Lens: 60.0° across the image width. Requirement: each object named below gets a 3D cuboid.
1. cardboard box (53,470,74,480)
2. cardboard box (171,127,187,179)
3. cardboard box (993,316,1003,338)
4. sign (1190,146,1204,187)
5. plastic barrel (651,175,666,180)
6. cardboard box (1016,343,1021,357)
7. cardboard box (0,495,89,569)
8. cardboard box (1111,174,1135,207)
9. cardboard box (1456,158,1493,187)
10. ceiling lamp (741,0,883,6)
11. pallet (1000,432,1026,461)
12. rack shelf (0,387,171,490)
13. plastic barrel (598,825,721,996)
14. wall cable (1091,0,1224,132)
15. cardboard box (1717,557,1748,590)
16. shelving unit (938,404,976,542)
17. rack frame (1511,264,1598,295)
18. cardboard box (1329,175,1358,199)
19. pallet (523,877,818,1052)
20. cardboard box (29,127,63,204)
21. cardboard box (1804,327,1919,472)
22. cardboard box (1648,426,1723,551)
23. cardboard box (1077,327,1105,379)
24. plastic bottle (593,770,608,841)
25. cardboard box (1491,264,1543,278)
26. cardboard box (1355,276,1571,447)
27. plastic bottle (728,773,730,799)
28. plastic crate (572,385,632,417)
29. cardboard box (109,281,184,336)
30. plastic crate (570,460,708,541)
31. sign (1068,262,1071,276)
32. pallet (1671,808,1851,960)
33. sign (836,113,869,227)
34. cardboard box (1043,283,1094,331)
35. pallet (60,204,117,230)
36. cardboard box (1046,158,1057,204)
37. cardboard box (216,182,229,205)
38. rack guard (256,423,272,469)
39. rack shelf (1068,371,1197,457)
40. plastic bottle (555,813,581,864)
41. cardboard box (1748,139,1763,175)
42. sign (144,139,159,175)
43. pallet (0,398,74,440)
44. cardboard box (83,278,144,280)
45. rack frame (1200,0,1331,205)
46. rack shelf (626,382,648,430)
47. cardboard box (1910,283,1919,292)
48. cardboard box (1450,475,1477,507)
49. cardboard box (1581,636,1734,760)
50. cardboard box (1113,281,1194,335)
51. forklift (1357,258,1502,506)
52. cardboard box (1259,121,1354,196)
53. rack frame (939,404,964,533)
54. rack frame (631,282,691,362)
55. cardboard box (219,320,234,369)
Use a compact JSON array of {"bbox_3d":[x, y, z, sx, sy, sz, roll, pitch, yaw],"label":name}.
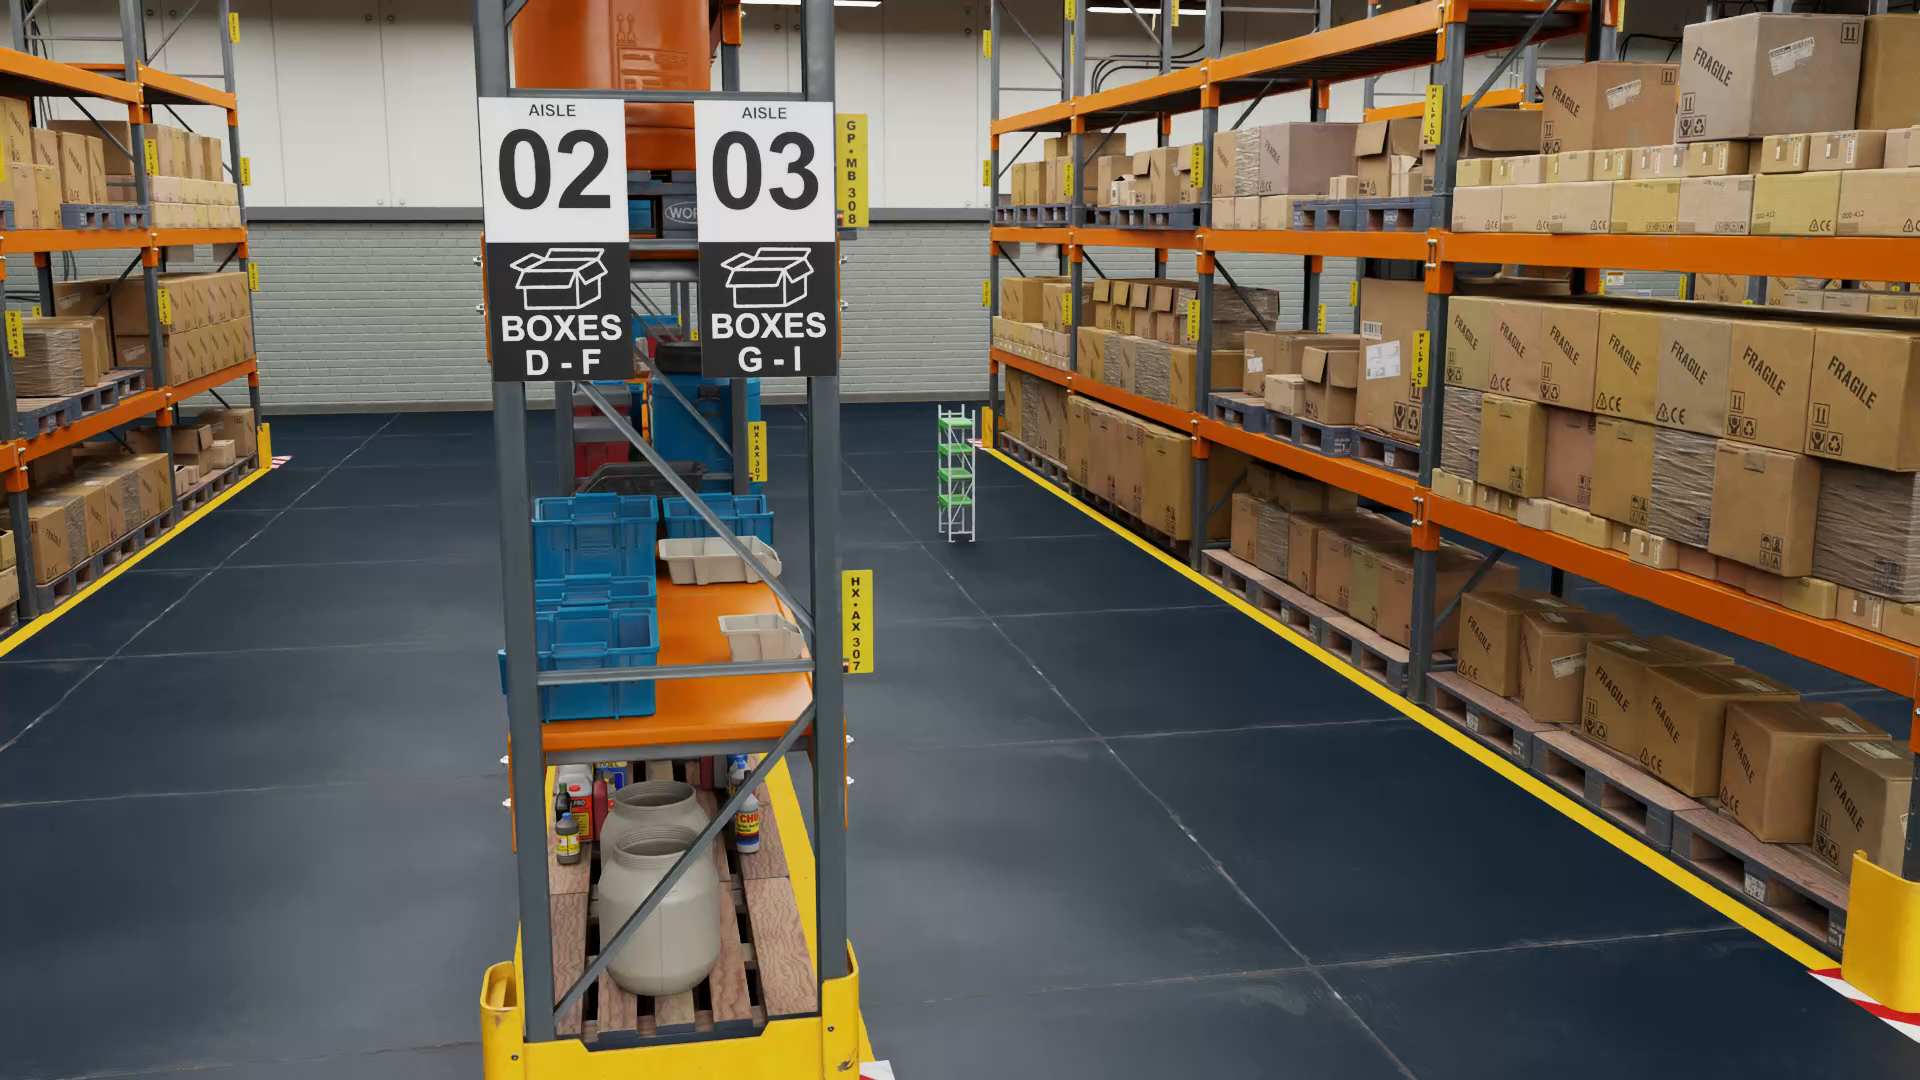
[{"bbox_3d":[-7.995,-0.314,14.384,0.500,0.500,0.500,-2,11,-10],"label":"cardboard box"},{"bbox_3d":[-8.248,-3.902,16.766,0.700,0.500,0.500,-2,11,-11],"label":"cardboard box"},{"bbox_3d":[0.714,-2.680,20.914,0.500,0.250,0.500,-2,11,-13],"label":"cardboard box"},{"bbox_3d":[1.896,-2.986,13.299,0.100,0.325,0.005,-2,11,-11],"label":"sign"},{"bbox_3d":[-1.207,-1.568,5.815,0.600,0.588,0.600,0,11,0],"label":"plastic barrel"},{"bbox_3d":[0.884,-2.269,19.822,0.380,0.149,0.250,-2,11,-12],"label":"cardboard box"},{"bbox_3d":[-7.192,-0.057,13.033,0.500,0.500,0.500,-3,11,-13],"label":"cardboard box"},{"bbox_3d":[1.789,-3.403,16.202,0.500,0.311,0.500,-3,11,-13],"label":"cardboard box"},{"bbox_3d":[2.981,-2.030,9.203,0.380,0.149,0.250,-2,11,-13],"label":"cardboard box"},{"bbox_3d":[-2.024,-8.924,22.457,2.000,3.185,0.800,-2,11,-11],"label":"ceiling lamp"},{"bbox_3d":[1.118,-1.192,20.947,1.003,0.211,1.213,-2,11,-11],"label":"pallet"},{"bbox_3d":[-7.665,-0.892,13.839,1.077,0.370,4.000,-2,11,-11],"label":"rack shelf"},{"bbox_3d":[-1.064,1.307,5.891,0.421,0.512,0.421,0,11,0],"label":"plastic barrel"},{"bbox_3d":[3.167,-8.395,26.688,2.277,5.999,0.120,-2,11,-11],"label":"wall cable"},{"bbox_3d":[3.551,0.124,7.248,0.380,0.149,0.250,-2,11,-11],"label":"cardboard box"},{"bbox_3d":[-0.032,-0.620,15.297,0.258,1.200,0.503,-2,11,-11],"label":"shelving unit"},{"bbox_3d":[6.549,-2.134,18.438,1.000,3.000,0.127,-2,11,-11],"label":"rack frame"},{"bbox_3d":[2.757,-2.410,11.369,0.380,0.166,0.250,-2,11,-13],"label":"cardboard box"},{"bbox_3d":[-1.074,1.618,6.187,1.003,0.211,1.213,-2,11,-11],"label":"pallet"},{"bbox_3d":[-7.766,-3.051,13.576,0.600,0.600,0.600,-3,11,-13],"label":"cardboard box"},{"bbox_3d":[3.648,-0.549,6.377,0.500,0.500,0.500,-2,11,-11],"label":"cardboard box"},{"bbox_3d":[3.648,-0.249,7.471,0.875,0.500,0.500,-2,11,-11],"label":"cardboard box"},{"bbox_3d":[1.508,-1.928,17.087,0.500,0.500,0.500,-2,11,-11],"label":"cardboard box"},{"bbox_3d":[-1.566,1.155,7.246,0.061,0.283,0.133,-2,11,-11],"label":"plastic bottle"},{"bbox_3d":[6.192,-2.897,18.709,0.500,0.500,0.500,-3,11,-13],"label":"cardboard box"},{"bbox_3d":[3.202,-1.156,10.576,1.000,1.000,1.000,-2,11,-11],"label":"cardboard box"},{"bbox_3d":[-1.013,1.124,7.627,0.097,0.201,0.097,0,11,0],"label":"plastic bottle"},{"bbox_3d":[-2.403,-0.782,11.165,0.402,0.464,0.583,-2,11,-11],"label":"plastic crate"},{"bbox_3d":[-7.870,-2.249,16.103,0.500,0.500,0.500,-2,11,-10],"label":"cardboard box"},{"bbox_3d":[-1.662,-0.193,8.410,0.767,0.338,0.504,-2,11,-11],"label":"plastic crate"},{"bbox_3d":[1.421,-3.408,21.402,0.100,0.325,0.005,-2,11,-11],"label":"sign"},{"bbox_3d":[3.860,1.435,7.148,1.003,0.211,1.213,-2,11,-11],"label":"pallet"},{"bbox_3d":[-0.320,-1.088,4.898,0.100,0.325,0.005,-2,11,-11],"label":"sign"},{"bbox_3d":[1.219,-2.579,18.379,0.500,0.500,0.500,-2,11,-10],"label":"cardboard box"},{"bbox_3d":[-7.791,-2.681,13.795,1.213,0.211,1.003,-2,11,-11],"label":"pallet"},{"bbox_3d":[1.352,-3.990,18.511,0.700,0.500,0.500,-2,11,-8],"label":"cardboard box"},{"bbox_3d":[-8.385,-3.815,18.312,0.500,0.250,0.500,-2,11,-11],"label":"cardboard box"},{"bbox_3d":[-8.817,-1.104,19.713,1.175,0.500,0.348,-2,11,-11],"label":"rack guard"},{"bbox_3d":[2.053,-1.252,15.728,1.077,0.370,4.000,-2,11,-11],"label":"rack shelf"},{"bbox_3d":[-1.648,1.247,6.985,0.097,0.201,0.097,0,11,0],"label":"plastic bottle"},{"bbox_3d":[3.543,-1.600,6.944,0.380,0.149,0.250,-2,11,-10],"label":"cardboard box"},{"bbox_3d":[-7.510,-3.554,15.442,0.100,0.325,0.005,-2,11,-11],"label":"sign"},{"bbox_3d":[-7.477,-0.906,12.502,1.213,0.211,1.003,-2,11,-11],"label":"pallet"},{"bbox_3d":[-8.607,-2.422,17.012,0.500,0.500,0.500,-2,11,-11],"label":"cardboard box"},{"bbox_3d":[2.442,-4.185,13.172,1.000,3.000,0.127,-2,11,-11],"label":"rack frame"},{"bbox_3d":[-2.806,-1.072,14.781,1.077,0.370,4.000,-2,11,-11],"label":"rack shelf"},{"bbox_3d":[11.188,-2.781,18.899,0.500,0.500,0.500,-2,11,-10],"label":"cardboard box"},{"bbox_3d":[3.002,-0.285,9.394,0.380,0.149,0.250,-2,11,-11],"label":"cardboard box"},{"bbox_3d":[3.575,0.808,8.546,0.500,0.500,0.500,-3,11,-16],"label":"cardboard box"},{"bbox_3d":[1.918,-2.271,16.207,0.797,0.503,0.637,-2,11,-10],"label":"cardboard box"},{"bbox_3d":[4.857,-1.808,16.912,3.031,2.935,1.130,1,11,4],"label":"forklift"},{"bbox_3d":[2.481,-2.726,11.922,0.500,0.500,0.500,-2,11,-13],"label":"cardboard box"},{"bbox_3d":[-0.080,-0.665,15.532,0.240,1.200,0.015,-2,11,-11],"label":"rack frame"},{"bbox_3d":[-3.195,-1.792,16.641,1.000,3.000,0.127,-2,11,-11],"label":"rack frame"},{"bbox_3d":[-8.282,-2.136,18.183,0.500,0.500,0.500,-2,11,-11],"label":"cardboard box"}]
